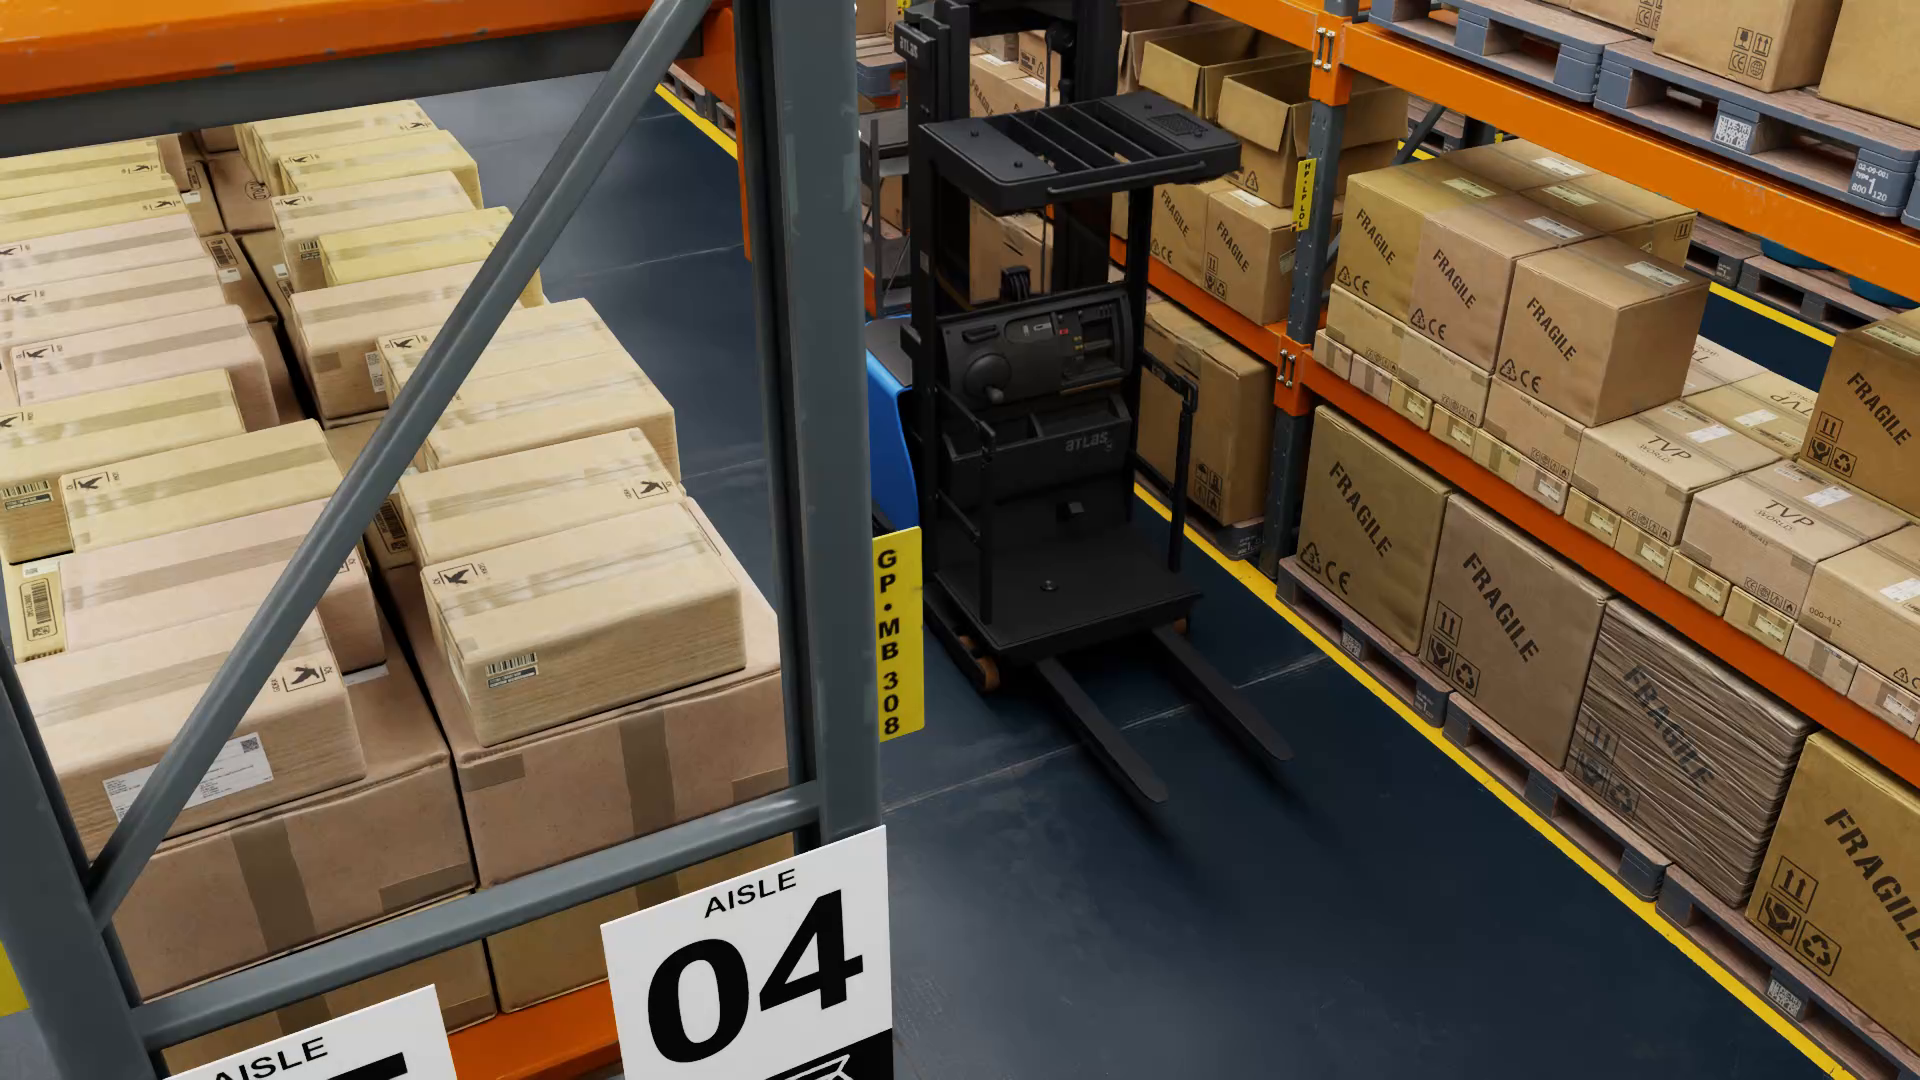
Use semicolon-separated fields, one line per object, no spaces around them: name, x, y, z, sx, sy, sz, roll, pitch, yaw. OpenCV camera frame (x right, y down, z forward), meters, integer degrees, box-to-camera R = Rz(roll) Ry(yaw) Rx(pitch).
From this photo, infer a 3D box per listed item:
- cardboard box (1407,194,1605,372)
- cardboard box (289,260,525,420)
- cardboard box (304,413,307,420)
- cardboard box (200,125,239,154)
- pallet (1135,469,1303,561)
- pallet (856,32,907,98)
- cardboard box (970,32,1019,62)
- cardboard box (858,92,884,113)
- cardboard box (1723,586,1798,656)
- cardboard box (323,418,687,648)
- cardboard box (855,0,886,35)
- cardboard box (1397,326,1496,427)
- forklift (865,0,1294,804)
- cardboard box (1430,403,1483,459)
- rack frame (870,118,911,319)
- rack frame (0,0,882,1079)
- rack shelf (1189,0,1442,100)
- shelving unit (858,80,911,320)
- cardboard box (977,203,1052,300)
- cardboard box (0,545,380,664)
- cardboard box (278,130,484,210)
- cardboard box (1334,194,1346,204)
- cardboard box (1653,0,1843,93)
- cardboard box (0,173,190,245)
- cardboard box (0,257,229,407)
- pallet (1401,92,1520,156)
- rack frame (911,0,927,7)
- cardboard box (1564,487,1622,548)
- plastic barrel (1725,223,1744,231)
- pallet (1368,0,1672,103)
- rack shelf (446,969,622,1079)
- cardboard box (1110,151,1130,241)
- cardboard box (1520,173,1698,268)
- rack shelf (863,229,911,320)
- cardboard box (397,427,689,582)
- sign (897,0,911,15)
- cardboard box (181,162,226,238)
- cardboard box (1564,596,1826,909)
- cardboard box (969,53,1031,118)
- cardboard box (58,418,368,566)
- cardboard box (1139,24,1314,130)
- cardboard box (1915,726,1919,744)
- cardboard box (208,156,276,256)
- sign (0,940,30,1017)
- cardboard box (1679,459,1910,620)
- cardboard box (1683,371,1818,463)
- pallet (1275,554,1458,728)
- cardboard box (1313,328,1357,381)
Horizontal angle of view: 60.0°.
cardboard box;2.216;-1.057;6.787;0.500;0.500;0.500;-16;36;-23
cardboard box;-1.015;-0.377;3.083;0.380;0.149;0.250;-15;36;-22
cardboard box;-1.282;-0.323;3.832;0.500;0.250;0.500;-16;36;-23
cardboard box;-1.750;-1.122;4.247;0.380;0.149;0.250;-15;35;-21
pallet;1.570;-0.384;9.153;1.003;0.211;1.213;-16;36;-23
pallet;-0.296;-3.350;11.376;1.213;0.211;1.003;-16;36;-23
cardboard box;0.457;-3.229;9.987;0.797;0.503;0.637;-15;35;-22
cardboard box;-0.464;-3.129;12.067;0.500;0.250;0.500;-12;35;-18
cardboard box;2.926;0.232;5.840;0.380;0.149;0.250;-17;36;-24
cardboard box;-0.793;-0.034;2.918;0.500;0.250;0.500;-16;36;-24
cardboard box;-0.505;-3.825;11.458;0.700;0.500;0.500;-11;34;-16
cardboard box;2.211;-0.742;6.991;0.500;0.250;0.500;-16;36;-23
forklift;0.449;-0.804;7.288;1.130;2.935;3.031;-14;35;-21
cardboard box;2.210;-0.502;6.986;0.380;0.149;0.250;-17;36;-24
rack frame;-0.249;-1.192;8.665;0.400;2.100;0.015;-14;35;-21
rack frame;-0.574;-0.626;1.386;1.000;3.000;0.127;-16;36;-23
rack shelf;1.063;-3.123;8.731;1.077;0.370;4.000;-16;36;-23
shelving unit;-0.353;-1.311;8.850;0.431;2.100;0.503;-14;35;-21
cardboard box;0.843;-1.638;10.106;1.225;0.875;0.875;-16;36;-23
cardboard box;-1.253;0.090;2.724;0.500;0.250;0.500;-17;36;-24
cardboard box;-1.289;-0.781;3.713;0.380;0.149;0.250;-17;36;-24
cardboard box;2.003;-1.533;8.270;0.500;0.500;0.500;-16;36;-23
cardboard box;2.779;-1.831;5.473;0.700;0.500;0.500;-14;35;-21
cardboard box;-1.814;-0.627;3.473;0.380;0.149;0.250;-17;36;-25
cardboard box;-1.558;-0.383;3.092;0.380;0.149;0.250;-15;36;-22
pallet;4.186;-3.569;14.124;1.003;0.211;1.213;-16;36;-23
rack frame;0.131;-3.118;10.835;1.000;3.000;0.127;-16;36;-23
cardboard box;2.568;-0.135;6.412;0.380;0.149;0.250;-17;36;-24
plastic barrel;5.625;-2.477;11.753;0.421;0.512;0.421;0;33;0
pallet;2.368;-2.041;6.457;1.003;0.211;1.213;-16;36;-23
rack shelf;-1.507;-0.015;3.879;1.077;0.370;4.000;-16;36;-23
cardboard box;1.062;-1.891;8.828;0.500;0.500;0.500;-16;36;-24
cardboard box;2.677;-1.194;7.002;0.500;0.500;0.500;-15;36;-23
rack shelf;-0.353;-1.300;8.858;0.431;0.518;0.480;-14;35;-21
cardboard box;-0.627;-0.017;2.521;0.380;0.149;0.250;-14;35;-21
sign;-0.345;-3.431;10.324;0.100;0.325;0.005;-16;36;-23
cardboard box;-1.976;-0.647;3.874;0.500;0.250;0.500;-15;36;-22
cardboard box;3.067;0.699;6.459;0.875;0.875;0.875;-16;36;-23
cardboard box;0.359;-2.614;9.956;0.500;0.500;0.500;-17;36;-24
cardboard box;-1.138;-0.028;2.539;0.380;0.149;0.250;-17;36;-25
cardboard box;1.381;-2.306;8.547;0.797;0.503;0.637;-15;36;-23
cardboard box;3.281;0.595;5.273;0.380;0.149;0.250;-15;36;-23
cardboard box;-1.519;-0.765;4.058;0.500;0.250;0.500;-14;35;-21
sign;-1.074;0.394;1.753;0.100;0.325;0.005;-16;36;-23
cardboard box;2.927;-0.011;5.850;0.500;0.250;0.500;-17;36;-25
cardboard box;3.149;-0.394;6.447;0.500;0.250;0.500;-17;36;-24
pallet;2.281;0.348;8.011;1.003;0.211;1.213;-16;36;-23
cardboard box;1.840;-0.878;7.573;0.380;0.149;0.250;-16;36;-23
